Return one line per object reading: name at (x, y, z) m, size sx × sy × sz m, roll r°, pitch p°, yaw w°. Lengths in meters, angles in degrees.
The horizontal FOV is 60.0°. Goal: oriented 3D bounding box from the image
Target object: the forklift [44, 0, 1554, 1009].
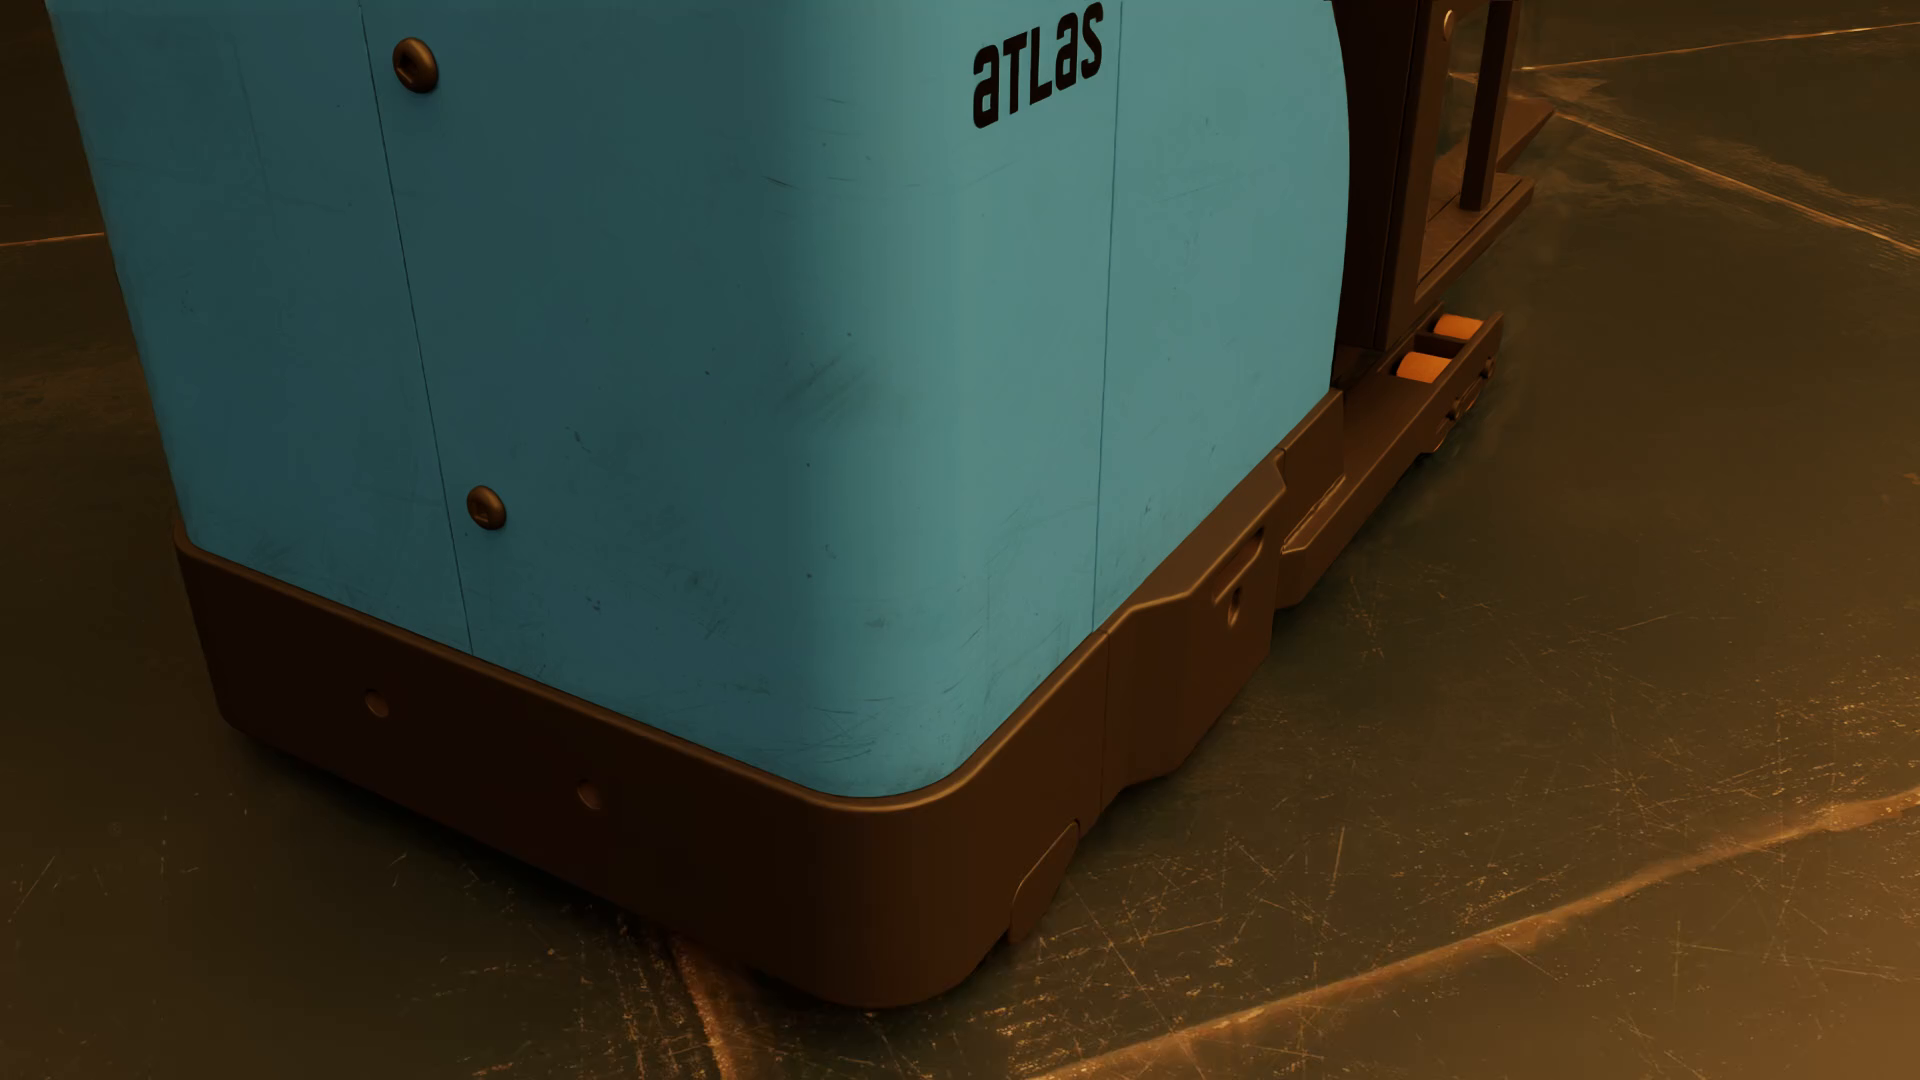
forklift at (0.287, -1.523, 2.212) m, size 1.130 × 2.935 × 3.031 m, roll 17°, pitch 34°, yaw 27°
